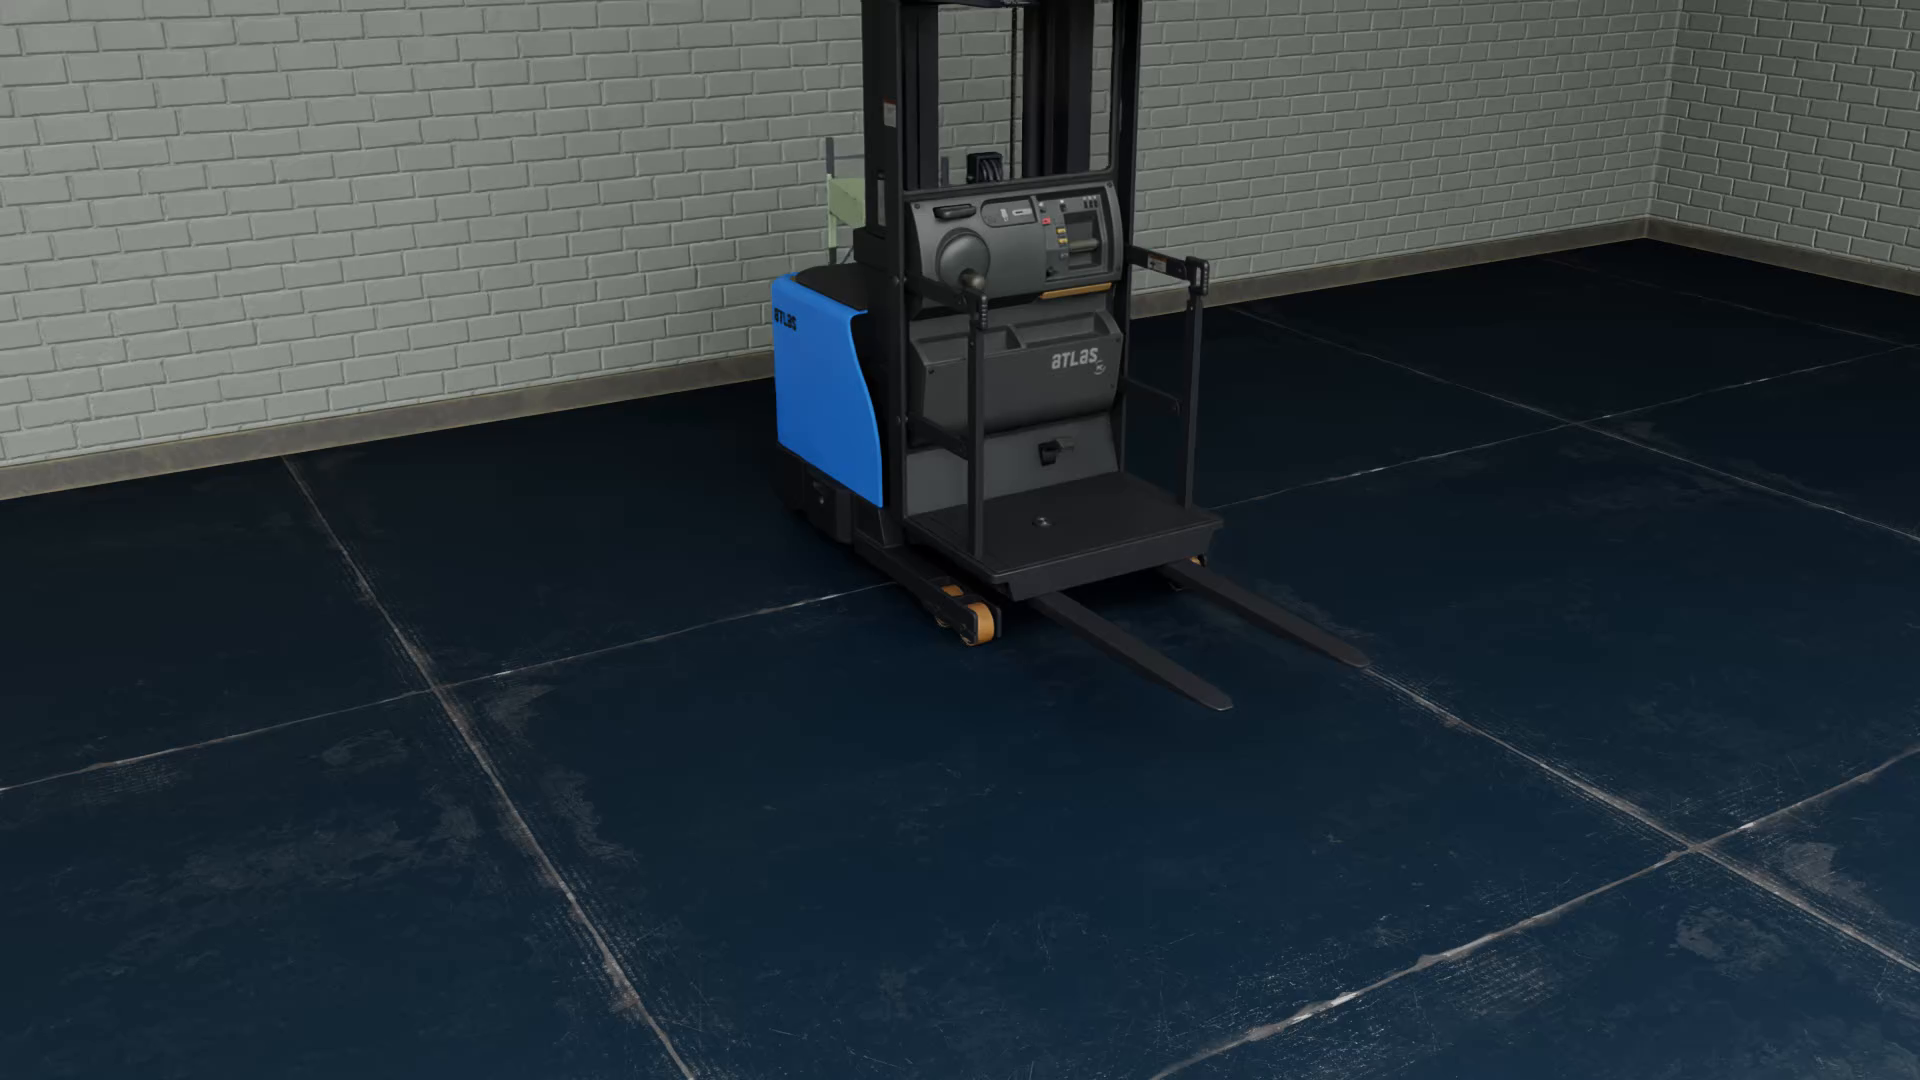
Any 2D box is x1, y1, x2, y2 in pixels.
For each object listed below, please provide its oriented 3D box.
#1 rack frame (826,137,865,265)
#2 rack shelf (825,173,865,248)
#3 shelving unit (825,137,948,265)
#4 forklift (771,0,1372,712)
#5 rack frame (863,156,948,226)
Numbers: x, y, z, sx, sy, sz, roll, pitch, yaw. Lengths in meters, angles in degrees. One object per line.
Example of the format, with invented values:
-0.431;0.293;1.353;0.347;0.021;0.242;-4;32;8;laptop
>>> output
-0.472;-1.320;8.567;0.400;1.500;0.023;-7;23;-16;rack frame
-0.360;-1.550;8.097;0.431;0.370;0.720;-7;23;-16;rack shelf
-0.360;-1.189;8.244;0.431;1.500;0.755;-7;23;-16;shelving unit
0.342;-1.154;6.258;1.130;2.935;3.031;-13;25;-29;forklift
-0.248;-1.057;7.921;0.400;1.500;0.023;-7;23;-16;rack frame
